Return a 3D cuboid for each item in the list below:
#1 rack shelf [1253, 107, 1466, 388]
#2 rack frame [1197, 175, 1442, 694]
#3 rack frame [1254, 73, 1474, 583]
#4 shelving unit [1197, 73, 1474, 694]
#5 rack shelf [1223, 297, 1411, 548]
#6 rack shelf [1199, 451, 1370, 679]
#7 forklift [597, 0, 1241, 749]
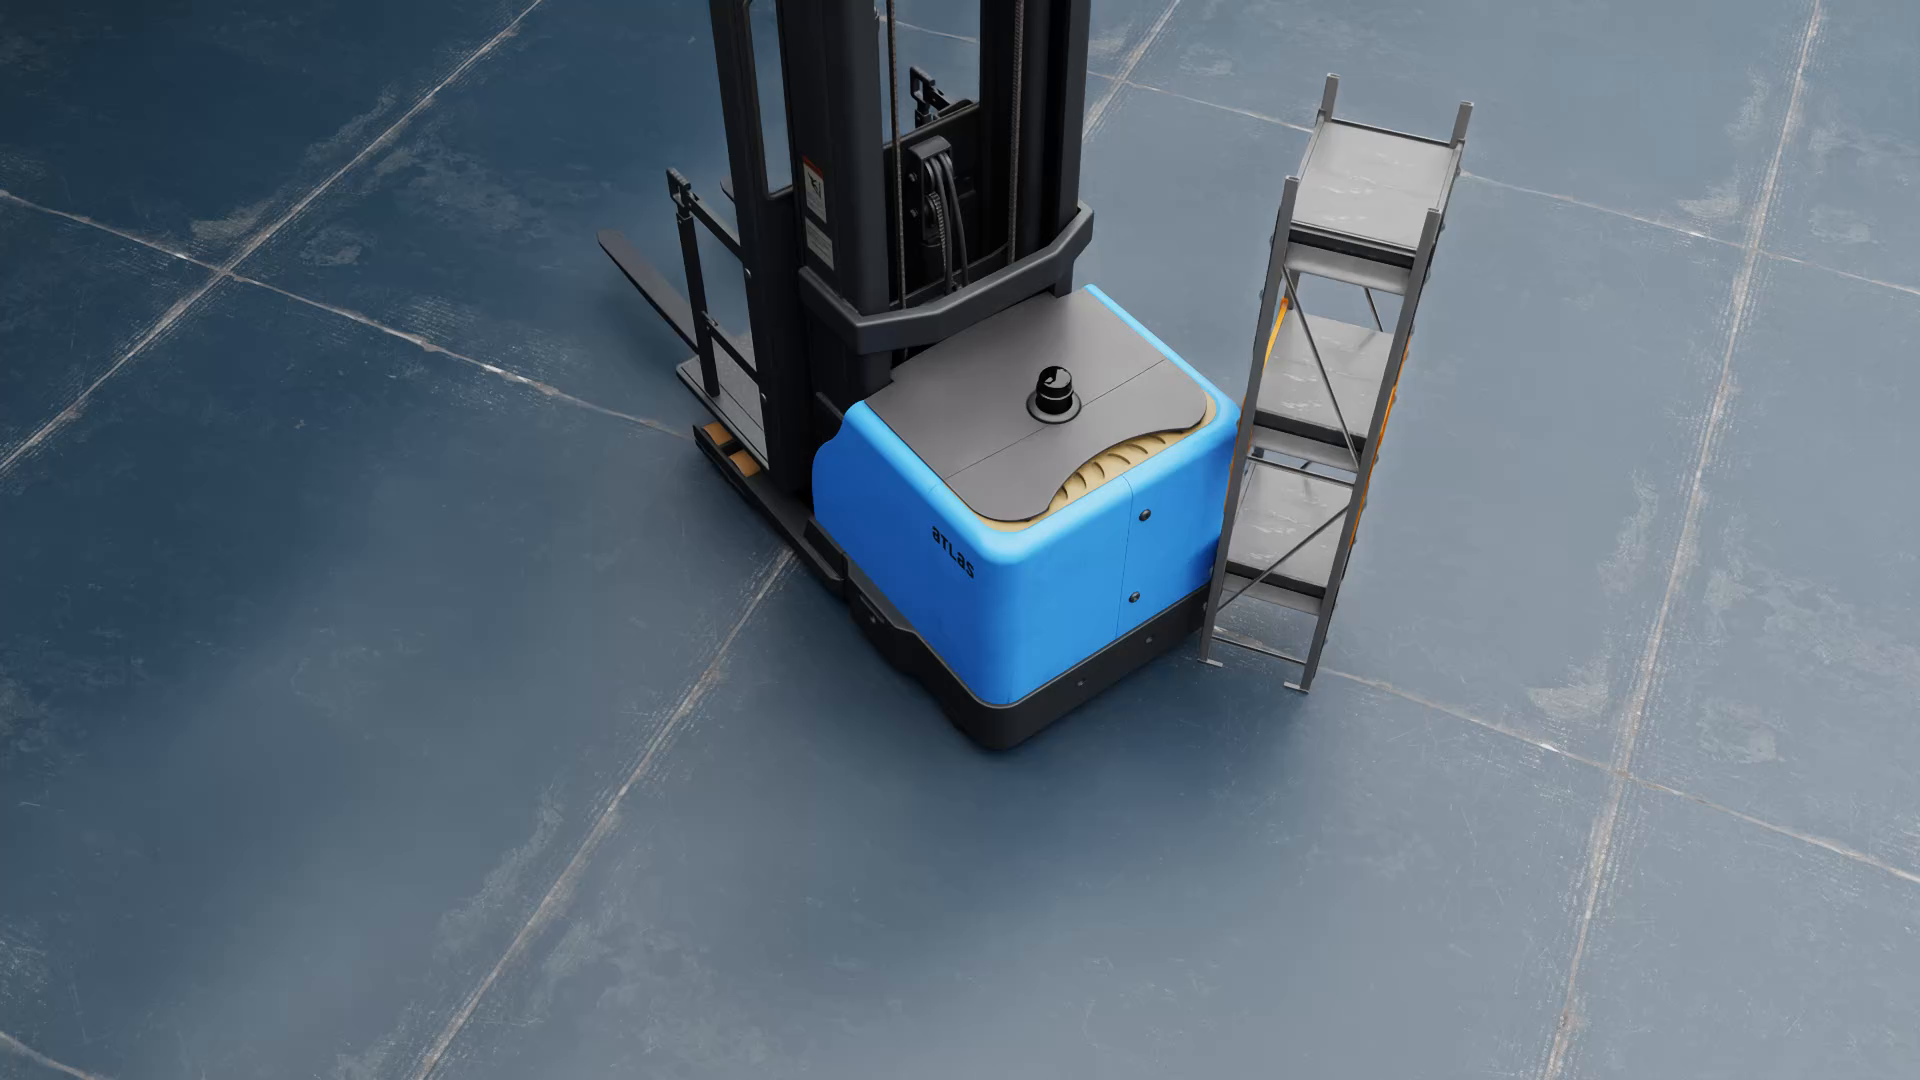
[{"bbox_3d":[1.115,-0.821,4.669,0.431,0.518,0.480,16,51,13],"label":"rack shelf"},{"bbox_3d":[1.029,-0.203,5.044,0.400,2.100,0.015,16,51,13],"label":"rack frame"},{"bbox_3d":[1.201,-0.550,5.340,0.400,2.100,0.015,16,51,13],"label":"rack frame"},{"bbox_3d":[1.115,-0.377,5.192,0.431,2.100,0.503,16,51,13],"label":"shelving unit"},{"bbox_3d":[1.115,-0.368,5.202,0.431,0.518,0.480,16,51,13],"label":"rack shelf"},{"bbox_3d":[1.115,0.086,5.735,0.431,0.518,0.480,16,51,13],"label":"rack shelf"},{"bbox_3d":[-0.375,-1.335,5.461,1.130,2.935,3.031,-29,56,-23],"label":"forklift"}]
